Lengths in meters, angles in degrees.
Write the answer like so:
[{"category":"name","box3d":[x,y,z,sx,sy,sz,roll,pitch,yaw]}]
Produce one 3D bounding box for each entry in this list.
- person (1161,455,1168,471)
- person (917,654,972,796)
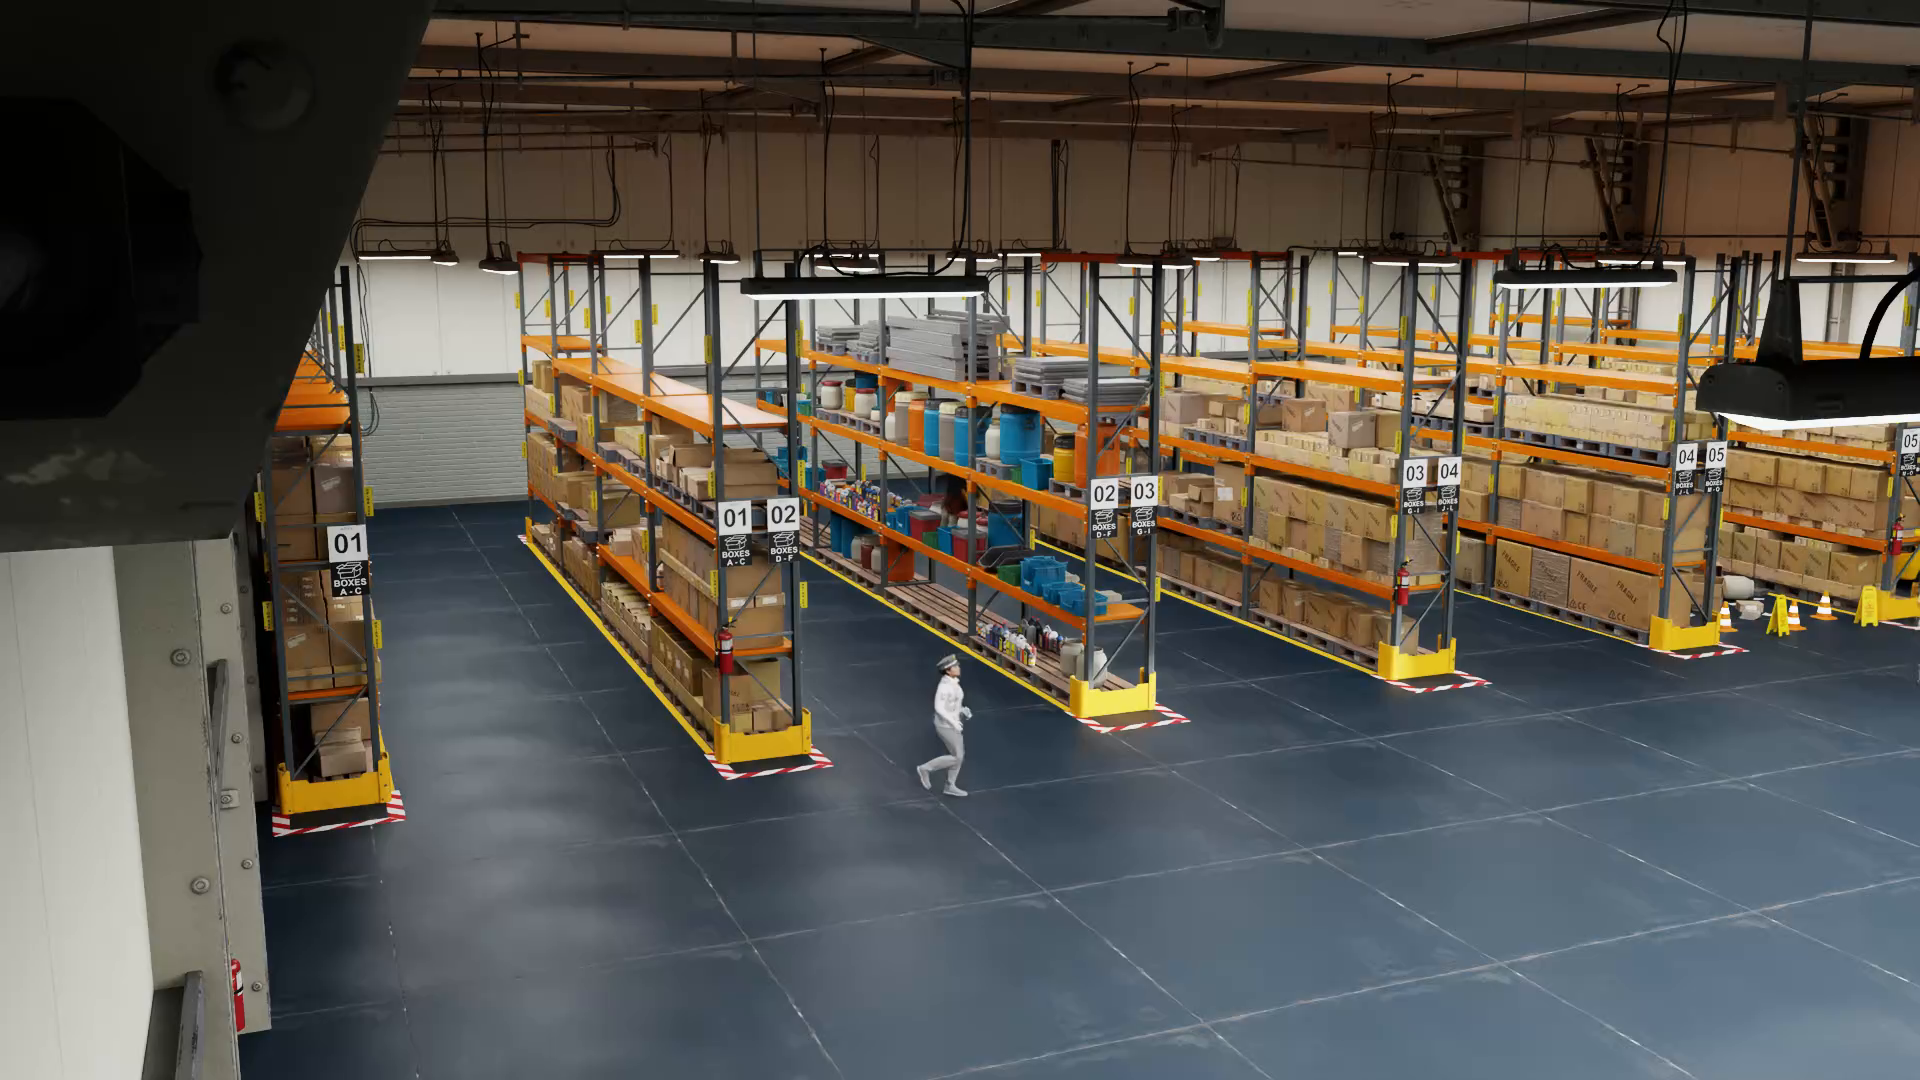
[{"category":"person","box3d":[5.078,-2.044,41.692,0.786,1.679,0.618,-5,11,-24]},{"category":"person","box3d":[-0.170,2.100,18.993,0.589,1.670,0.615,1,10,5]}]
